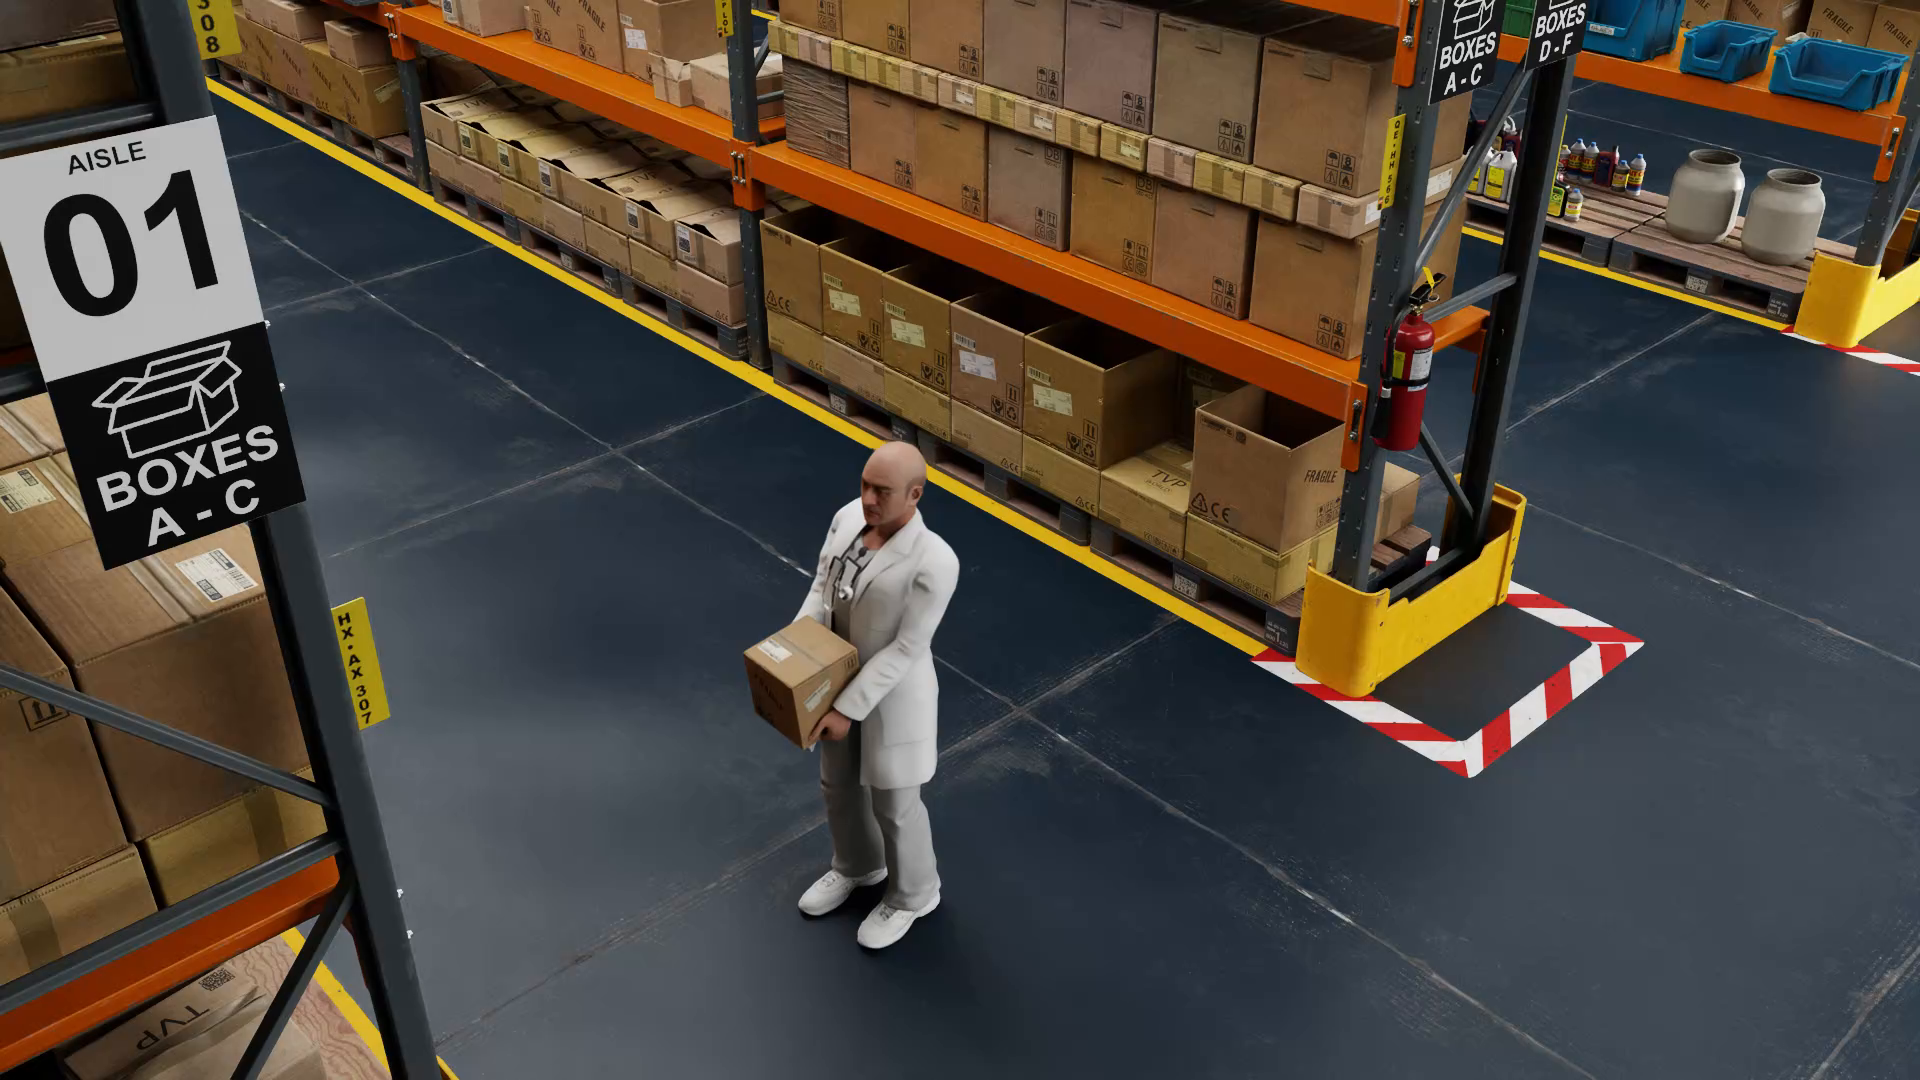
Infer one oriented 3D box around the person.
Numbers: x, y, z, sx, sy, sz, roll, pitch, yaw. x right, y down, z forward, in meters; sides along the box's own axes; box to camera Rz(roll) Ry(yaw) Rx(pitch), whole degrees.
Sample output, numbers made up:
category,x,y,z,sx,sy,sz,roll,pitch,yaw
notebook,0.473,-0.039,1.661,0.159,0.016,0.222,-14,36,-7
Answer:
category,x,y,z,sx,sy,sz,roll,pitch,yaw
person,-0.328,0.529,5.287,0.555,1.770,0.528,-25,39,-35
